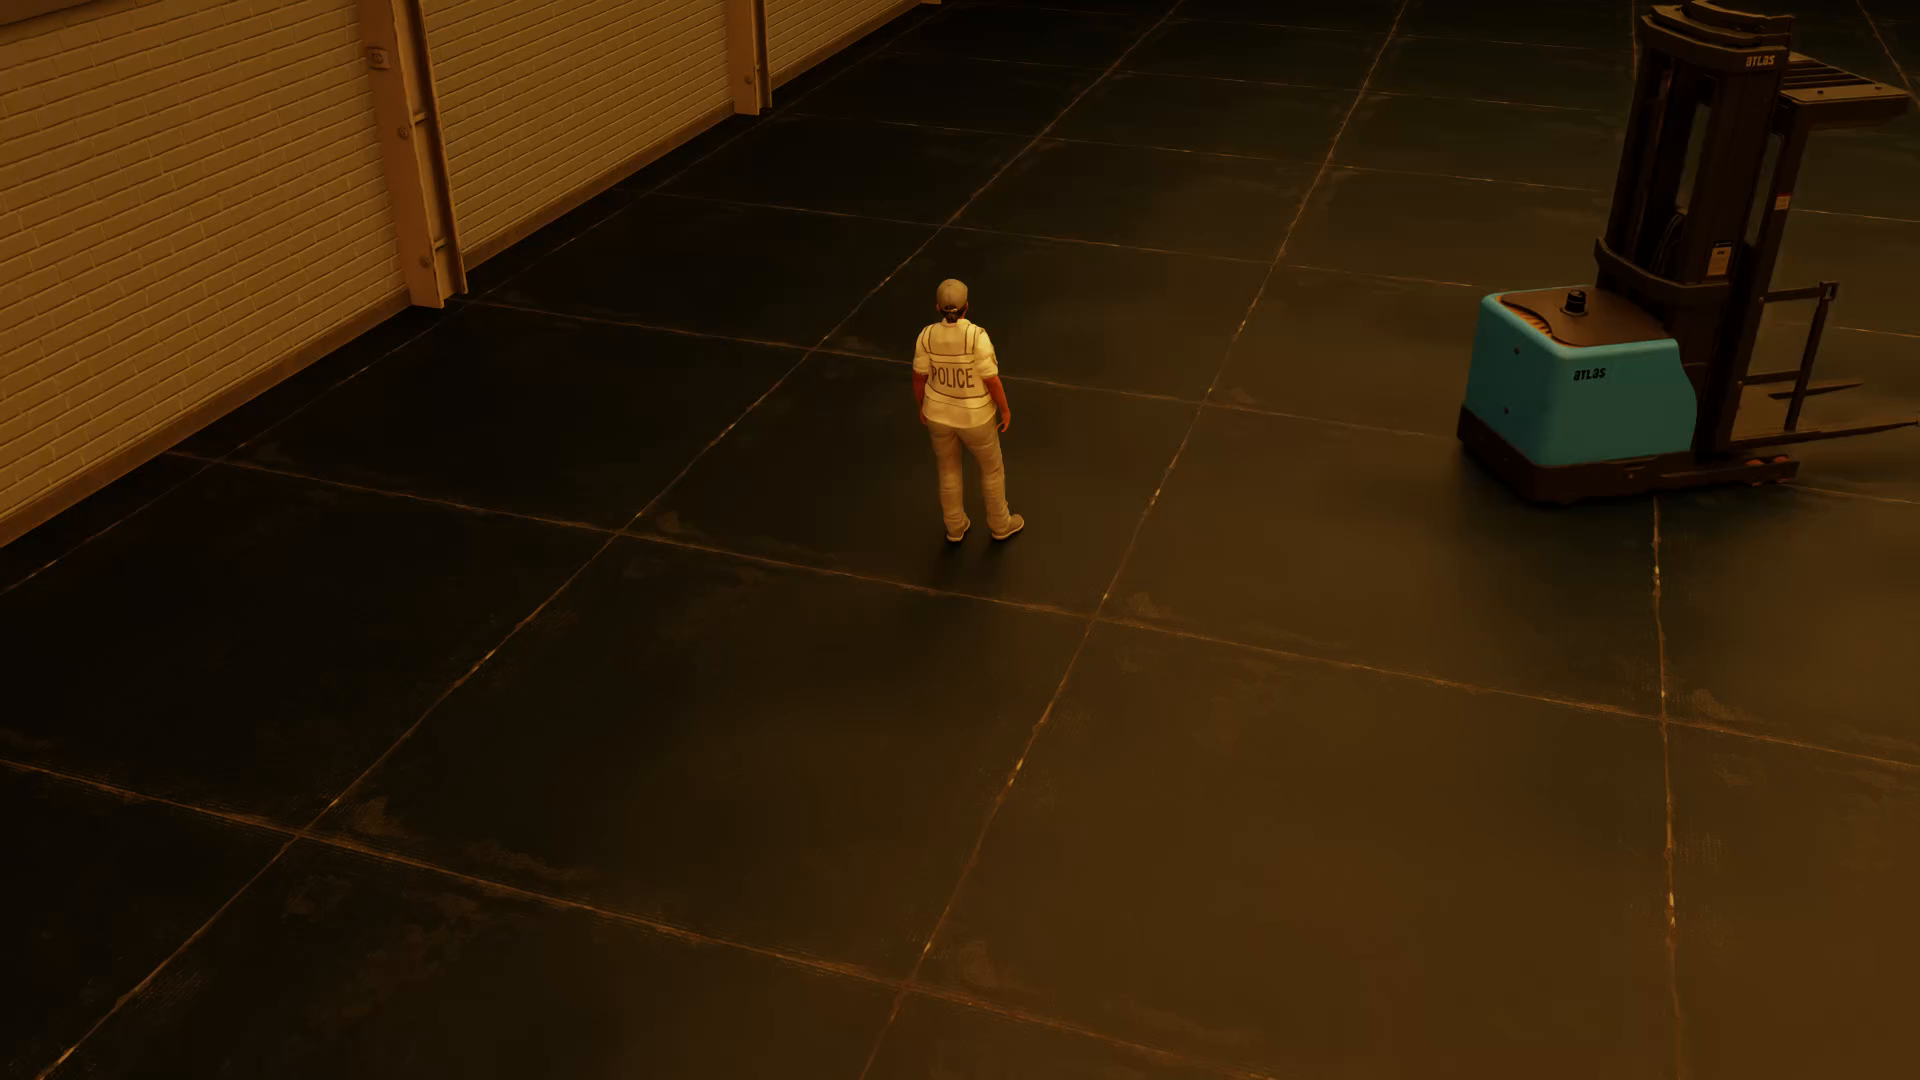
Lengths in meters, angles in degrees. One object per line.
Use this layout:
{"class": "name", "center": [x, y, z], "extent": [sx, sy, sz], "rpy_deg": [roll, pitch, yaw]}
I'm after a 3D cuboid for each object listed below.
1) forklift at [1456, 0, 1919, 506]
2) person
{"class": "forklift", "center": [4.910, -1.868, 10.413], "extent": [3.031, 2.935, 1.130], "rpy_deg": [-7, 30, -12]}
{"class": "person", "center": [0.047, -0.762, 9.736], "extent": [0.598, 1.670, 0.529], "rpy_deg": [10, 31, 16]}
